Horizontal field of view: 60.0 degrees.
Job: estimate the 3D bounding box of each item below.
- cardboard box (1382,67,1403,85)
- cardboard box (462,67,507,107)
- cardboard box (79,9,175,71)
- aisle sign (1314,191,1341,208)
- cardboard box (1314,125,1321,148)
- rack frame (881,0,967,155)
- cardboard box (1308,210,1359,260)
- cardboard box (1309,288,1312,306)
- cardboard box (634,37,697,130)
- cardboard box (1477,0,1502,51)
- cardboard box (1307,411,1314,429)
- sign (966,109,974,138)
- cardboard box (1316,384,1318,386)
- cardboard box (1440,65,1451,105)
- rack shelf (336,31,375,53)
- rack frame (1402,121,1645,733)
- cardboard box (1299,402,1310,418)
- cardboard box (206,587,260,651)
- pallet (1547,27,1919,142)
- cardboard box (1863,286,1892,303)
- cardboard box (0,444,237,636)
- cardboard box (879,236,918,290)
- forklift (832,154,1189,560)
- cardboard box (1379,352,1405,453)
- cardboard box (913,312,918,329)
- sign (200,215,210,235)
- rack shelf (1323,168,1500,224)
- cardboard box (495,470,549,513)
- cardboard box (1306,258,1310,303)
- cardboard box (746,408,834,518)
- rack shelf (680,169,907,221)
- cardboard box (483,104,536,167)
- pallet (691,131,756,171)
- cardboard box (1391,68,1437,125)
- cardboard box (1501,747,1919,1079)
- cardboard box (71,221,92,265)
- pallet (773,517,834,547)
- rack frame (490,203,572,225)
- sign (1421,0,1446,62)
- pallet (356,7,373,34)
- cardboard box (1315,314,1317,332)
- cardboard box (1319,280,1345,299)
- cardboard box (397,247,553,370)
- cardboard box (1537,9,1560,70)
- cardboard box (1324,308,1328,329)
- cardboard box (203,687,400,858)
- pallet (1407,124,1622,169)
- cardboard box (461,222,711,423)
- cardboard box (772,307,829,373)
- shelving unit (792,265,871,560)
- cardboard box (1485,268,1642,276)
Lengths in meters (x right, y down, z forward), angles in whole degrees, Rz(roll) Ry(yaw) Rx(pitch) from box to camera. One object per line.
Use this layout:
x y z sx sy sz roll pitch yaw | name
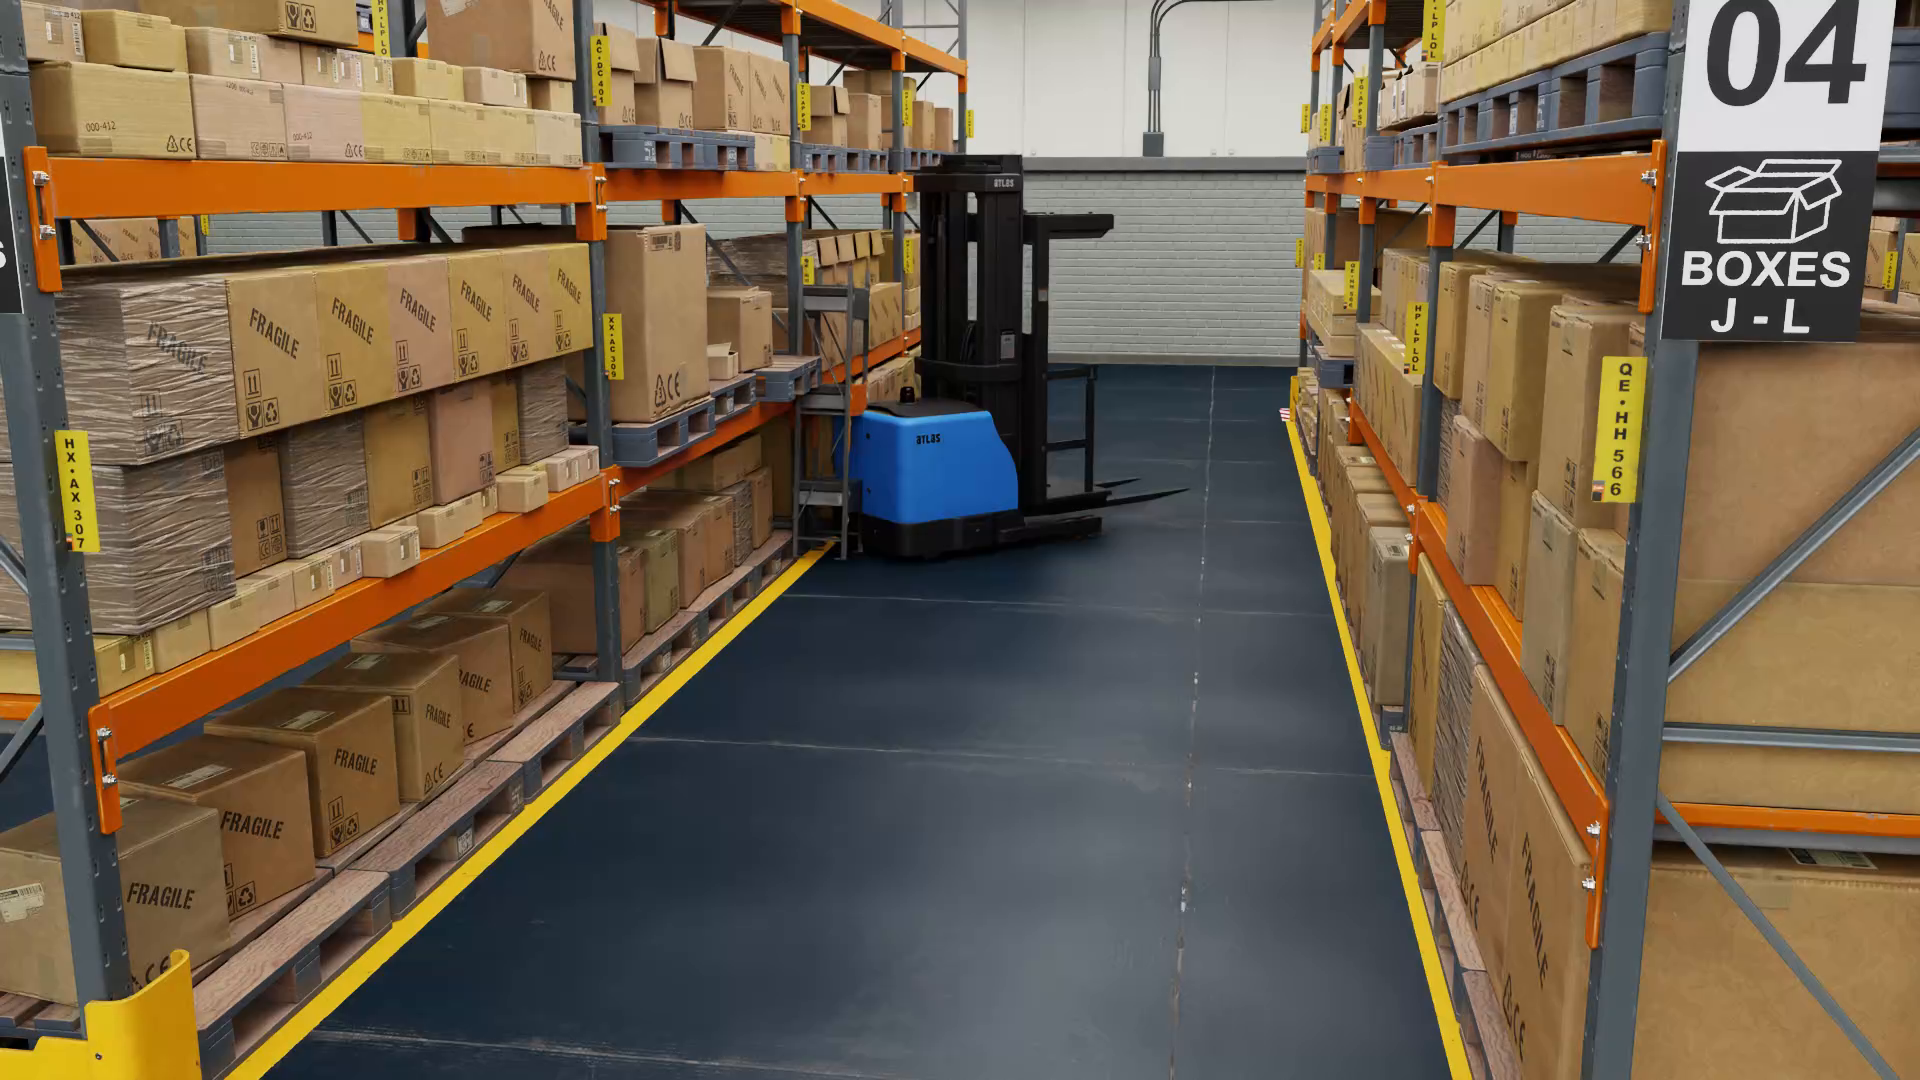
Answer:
3.038 -3.189 11.496 0.396 0.266 0.258 2 12 9 | cardboard box
-2.134 -1.901 6.983 0.380 0.149 0.250 1 12 7 | cardboard box
-2.477 -1.412 4.714 0.380 0.149 0.250 2 12 10 | cardboard box
4.177 -4.168 19.043 0.394 0.787 0.004 2 12 9 | aisle sign
3.893 -4.108 16.984 0.500 0.250 0.500 1 12 7 | cardboard box
-0.423 -5.987 19.412 1.000 3.000 0.127 2 12 9 | rack frame
3.883 -3.151 17.180 0.500 0.500 0.500 1 12 7 | cardboard box
3.294 -2.146 14.726 0.380 0.149 0.250 2 12 8 | cardboard box
-1.954 -2.569 9.431 0.797 0.503 0.637 2 12 11 | cardboard box
2.112 -1.864 5.818 0.500 0.250 0.500 2 12 8 | cardboard box
3.635 -1.186 16.439 0.380 0.149 0.250 1 12 7 | cardboard box
0.111 -4.894 19.548 0.100 0.325 0.005 2 12 9 | sign
3.919 -1.547 17.408 0.380 0.149 0.250 2 12 9 | cardboard box
2.225 -1.907 6.965 0.380 0.149 0.250 2 12 8 | cardboard box
-6.240 -4.351 14.479 1.077 0.370 4.000 2 12 9 | rack shelf
2.617 -0.374 7.610 1.000 3.000 0.127 2 12 9 | rack frame
3.927 -1.426 18.262 0.380 0.149 0.250 2 12 9 | cardboard box
-2.494 0.245 5.333 0.380 0.149 0.250 2 12 9 | cardboard box
2.106 -1.119 4.157 1.003 0.211 1.213 2 12 9 | pallet
8.573 -2.054 15.166 0.500 0.500 0.500 2 12 9 | cardboard box
-2.772 -0.031 5.075 0.875 0.500 0.500 2 12 9 | cardboard box
-0.712 -2.751 16.510 0.500 0.500 0.500 2 12 9 | cardboard box
0.504 -1.511 13.047 3.031 2.935 1.130 -9 15 -35 | forklift
2.589 -0.751 9.120 0.500 0.500 0.500 2 12 9 | cardboard box
-0.623 -2.204 16.696 0.380 0.149 0.250 1 12 7 | cardboard box
-9.665 -4.074 21.279 0.100 0.325 0.005 2 12 9 | sign
3.540 -2.738 13.165 1.077 0.370 4.000 2 12 9 | rack shelf
-2.085 -0.221 7.497 0.380 0.149 0.250 2 12 9 | cardboard box
3.976 -2.768 17.775 0.500 0.500 0.500 2 12 9 | cardboard box
-1.526 -0.698 13.160 1.225 0.875 0.875 1 12 6 | cardboard box
-1.346 -2.920 14.008 1.077 0.370 4.000 2 12 9 | rack shelf
-2.171 -1.737 7.170 0.500 0.250 0.500 2 12 10 | cardboard box
-1.912 -2.272 9.739 1.213 0.211 1.003 2 12 9 | pallet
2.748 -2.529 9.466 0.500 0.311 0.500 2 12 8 | cardboard box
2.041 1.149 4.591 0.875 0.875 0.875 2 12 9 | cardboard box
-10.317 -3.384 18.965 0.500 0.500 0.500 2 12 7 | cardboard box
-1.457 -0.187 13.361 1.003 0.211 1.213 2 12 9 | pallet
-5.317 -3.214 20.789 1.000 3.000 0.127 2 12 9 | rack frame
2.079 -2.263 7.278 0.100 0.325 0.005 2 12 9 | sign
-6.029 -4.853 15.551 1.003 0.211 1.213 2 12 9 | pallet
3.137 -1.783 13.746 0.380 0.149 0.250 2 12 8 | cardboard box
3.097 -2.020 13.435 0.380 0.149 0.250 2 12 10 | cardboard box
-2.141 -1.032 7.347 0.500 0.500 0.500 2 12 9 | cardboard box
1.875 -1.431 4.757 0.380 0.149 0.250 2 12 8 | cardboard box
2.936 -1.663 12.483 0.380 0.149 0.250 2 12 10 | cardboard box
-2.598 0.909 6.594 0.500 0.500 0.500 3 13 14 | cardboard box
2.709 -1.939 8.207 0.805 0.209 1.217 1 12 6 | pallet
-2.008 -1.215 9.092 1.000 1.000 1.000 2 12 9 | cardboard box
-1.310 -1.530 12.735 0.500 0.500 0.500 2 12 10 | cardboard box
-0.941 -0.932 12.182 0.431 2.100 0.503 3 6 11 | shelving unit
2.557 -0.781 6.580 0.875 0.550 0.550 2 12 9 | cardboard box
